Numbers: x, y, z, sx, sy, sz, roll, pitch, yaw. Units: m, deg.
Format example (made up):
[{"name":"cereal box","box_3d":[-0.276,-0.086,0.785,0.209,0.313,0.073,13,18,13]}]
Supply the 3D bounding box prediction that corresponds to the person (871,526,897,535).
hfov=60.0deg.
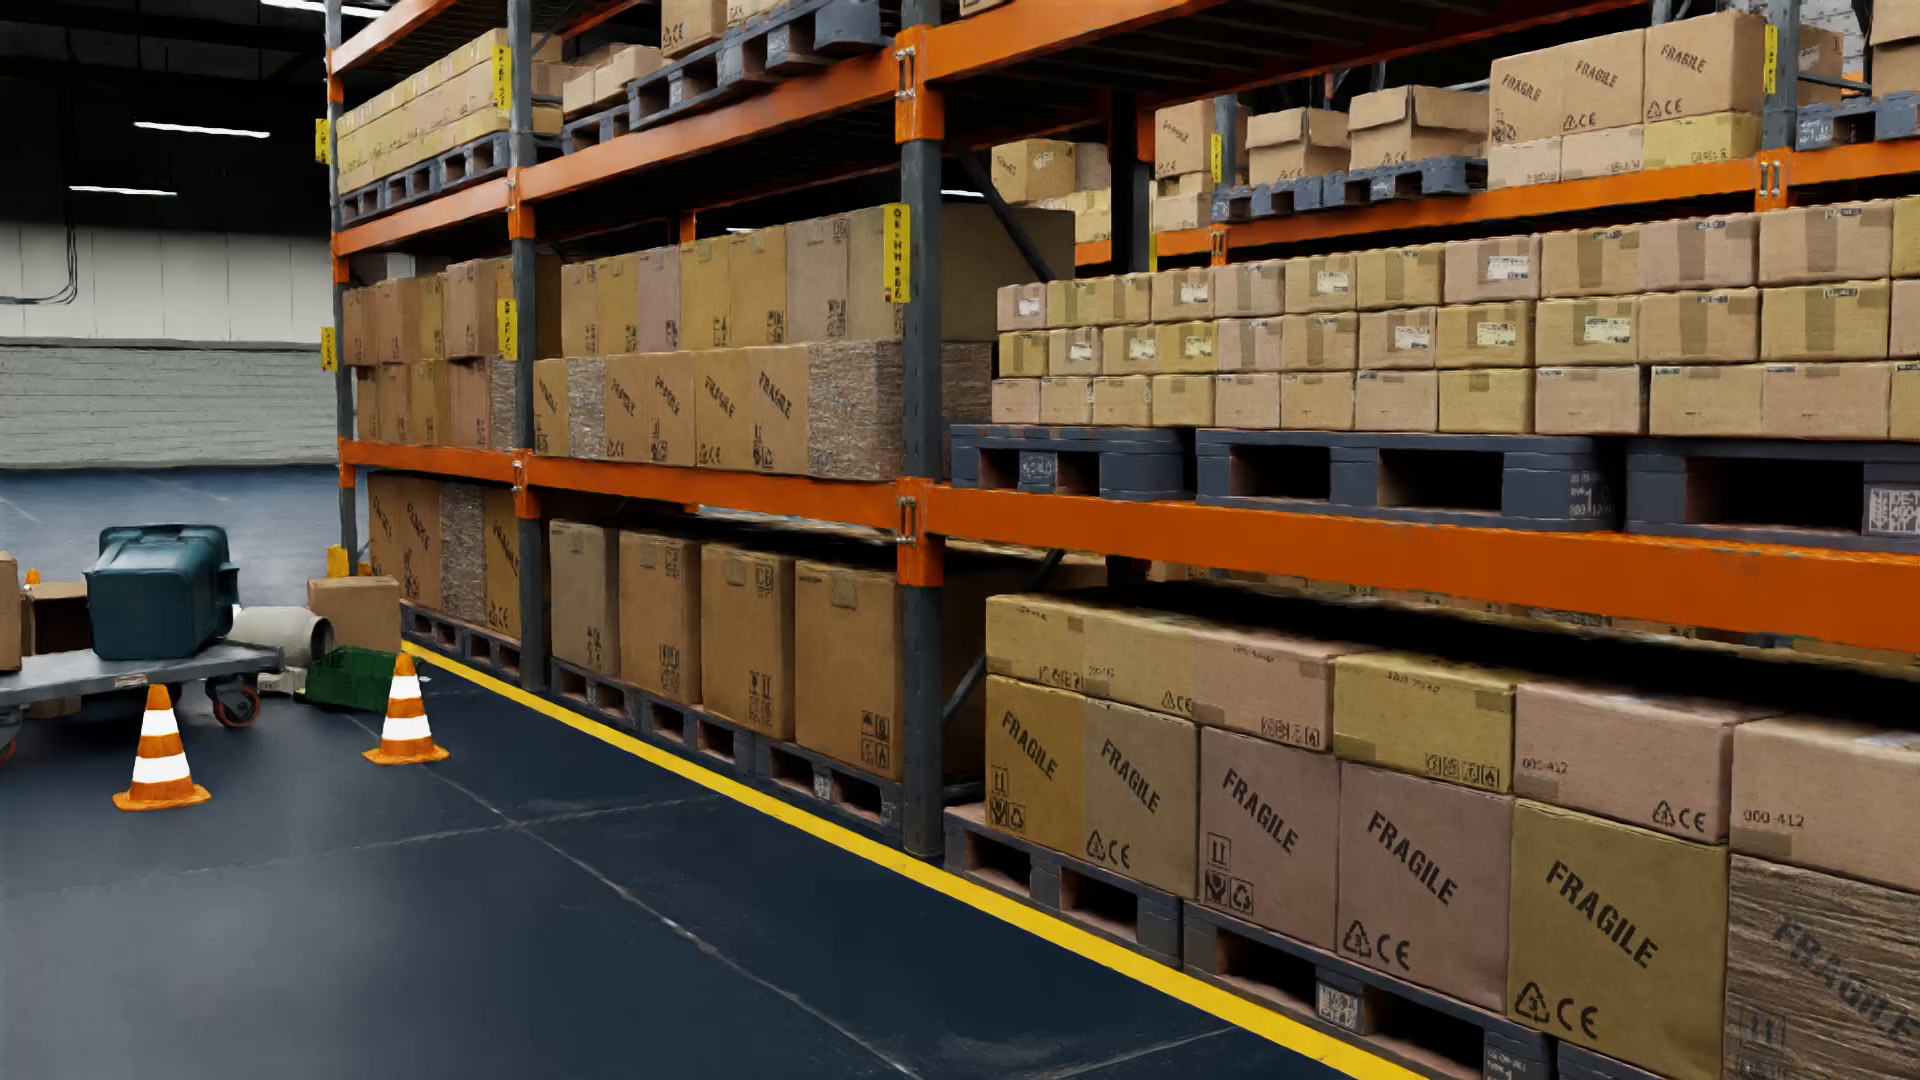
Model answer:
[{"name":"person","box_3d":[-0.392,-0.041,9.966,0.586,1.714,0.660,4,6,37]}]
